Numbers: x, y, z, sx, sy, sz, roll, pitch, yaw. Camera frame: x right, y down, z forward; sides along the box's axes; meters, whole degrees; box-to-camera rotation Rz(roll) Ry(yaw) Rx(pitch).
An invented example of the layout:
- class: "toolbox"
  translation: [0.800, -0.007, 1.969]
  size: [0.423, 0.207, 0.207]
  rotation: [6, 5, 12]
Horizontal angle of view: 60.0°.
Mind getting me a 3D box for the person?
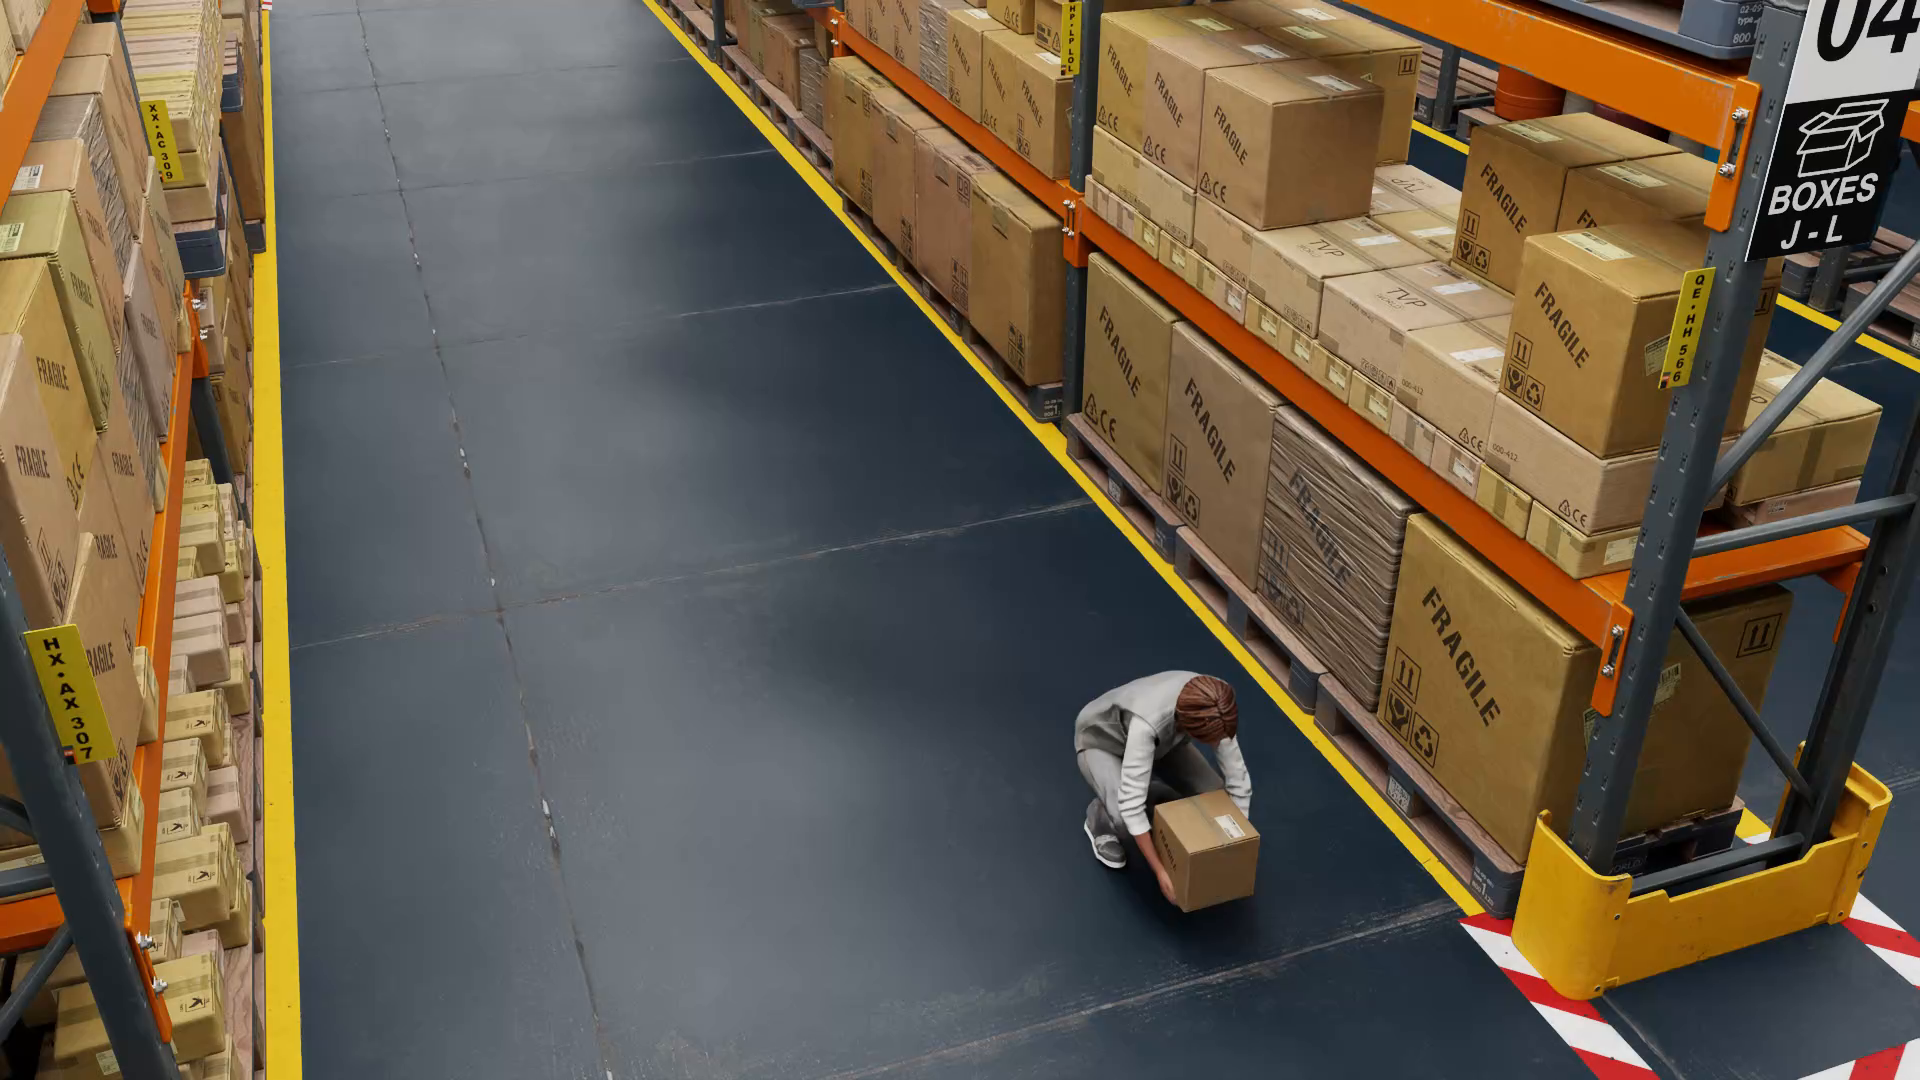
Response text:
- class: "person"
  translation: [0.674, 0.742, 5.576]
  size: [0.463, 0.891, 0.804]
  rotation: [-11, 32, -17]
